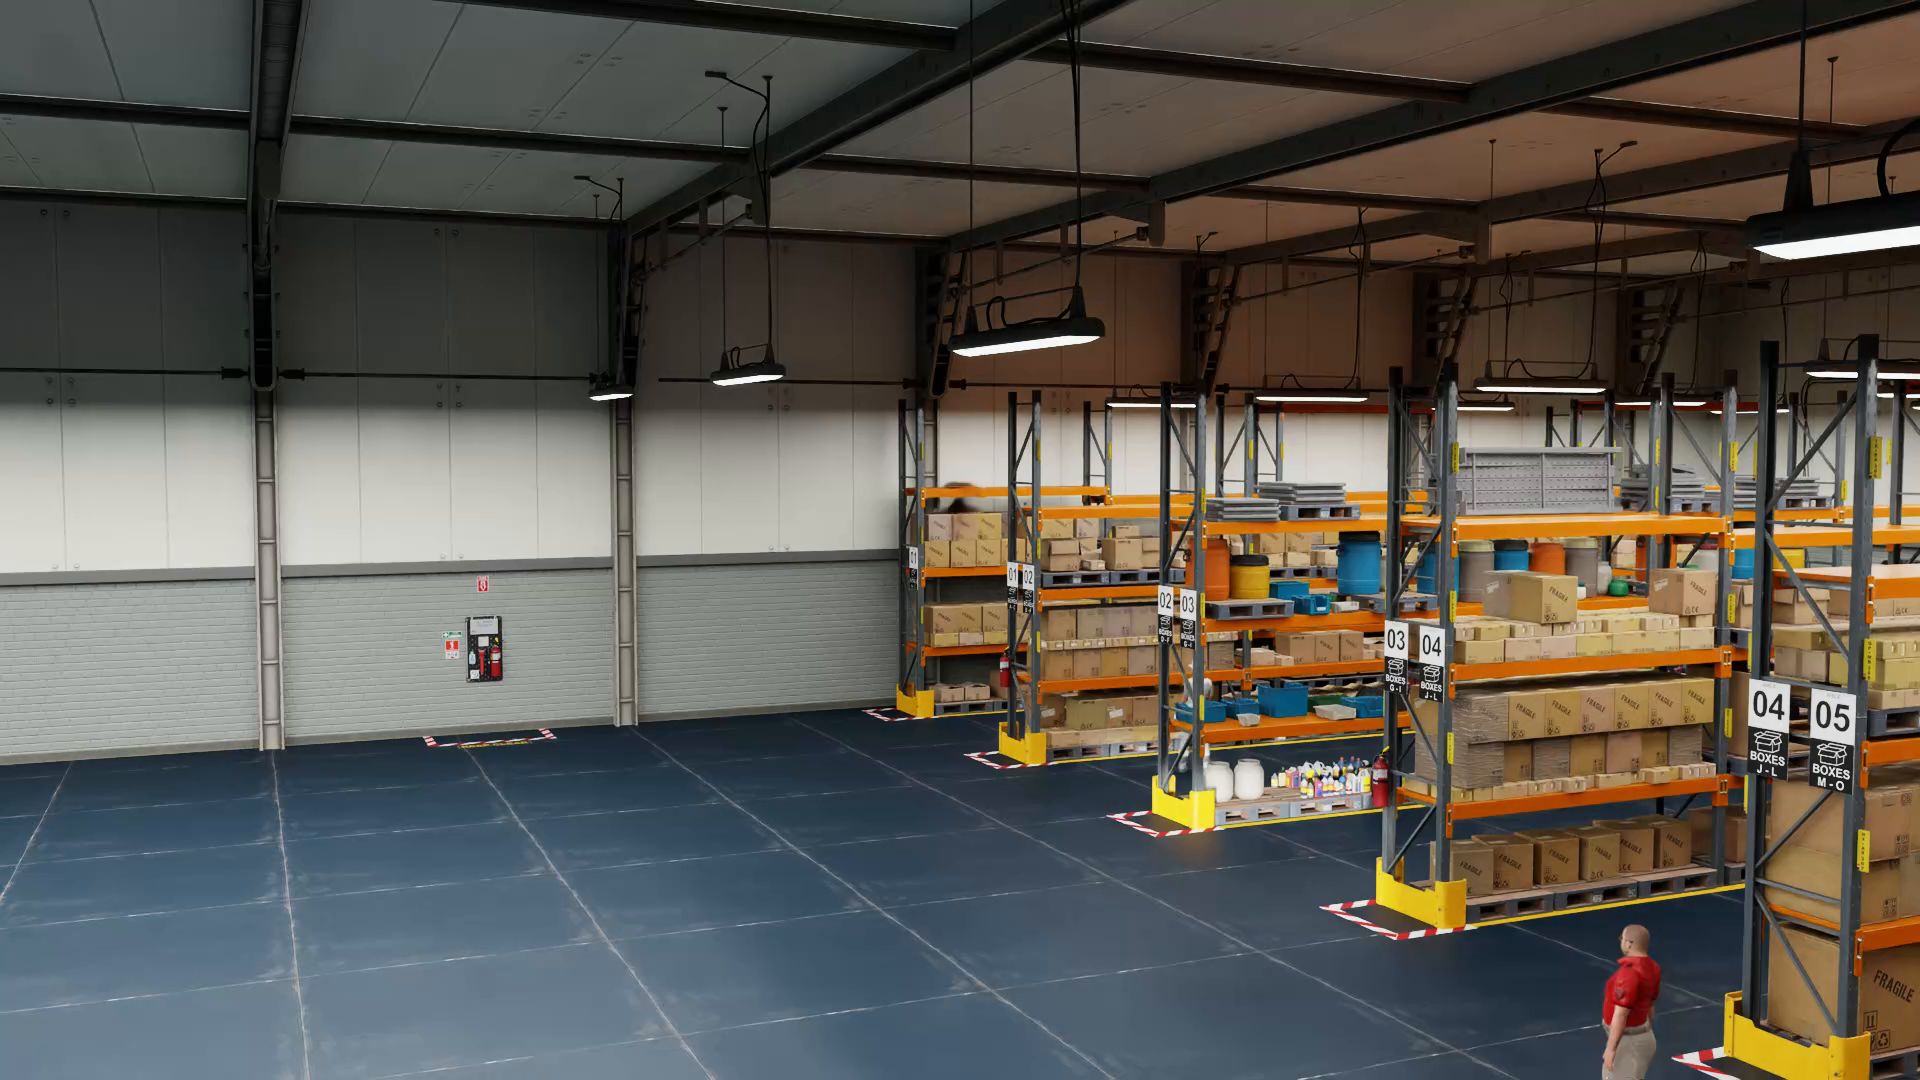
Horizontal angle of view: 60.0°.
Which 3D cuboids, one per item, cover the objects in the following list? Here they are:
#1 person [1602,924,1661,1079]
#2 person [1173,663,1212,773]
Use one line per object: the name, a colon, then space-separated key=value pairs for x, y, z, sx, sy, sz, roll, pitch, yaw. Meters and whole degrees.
person: x=4.833 y=3.597 z=11.875 sx=0.650 sy=1.711 sz=0.510 roll=1 pitch=3 yaw=14
person: x=3.632 y=2.751 z=26.007 sx=0.612 sy=1.789 sz=0.478 roll=-1 pitch=3 yaw=-16
